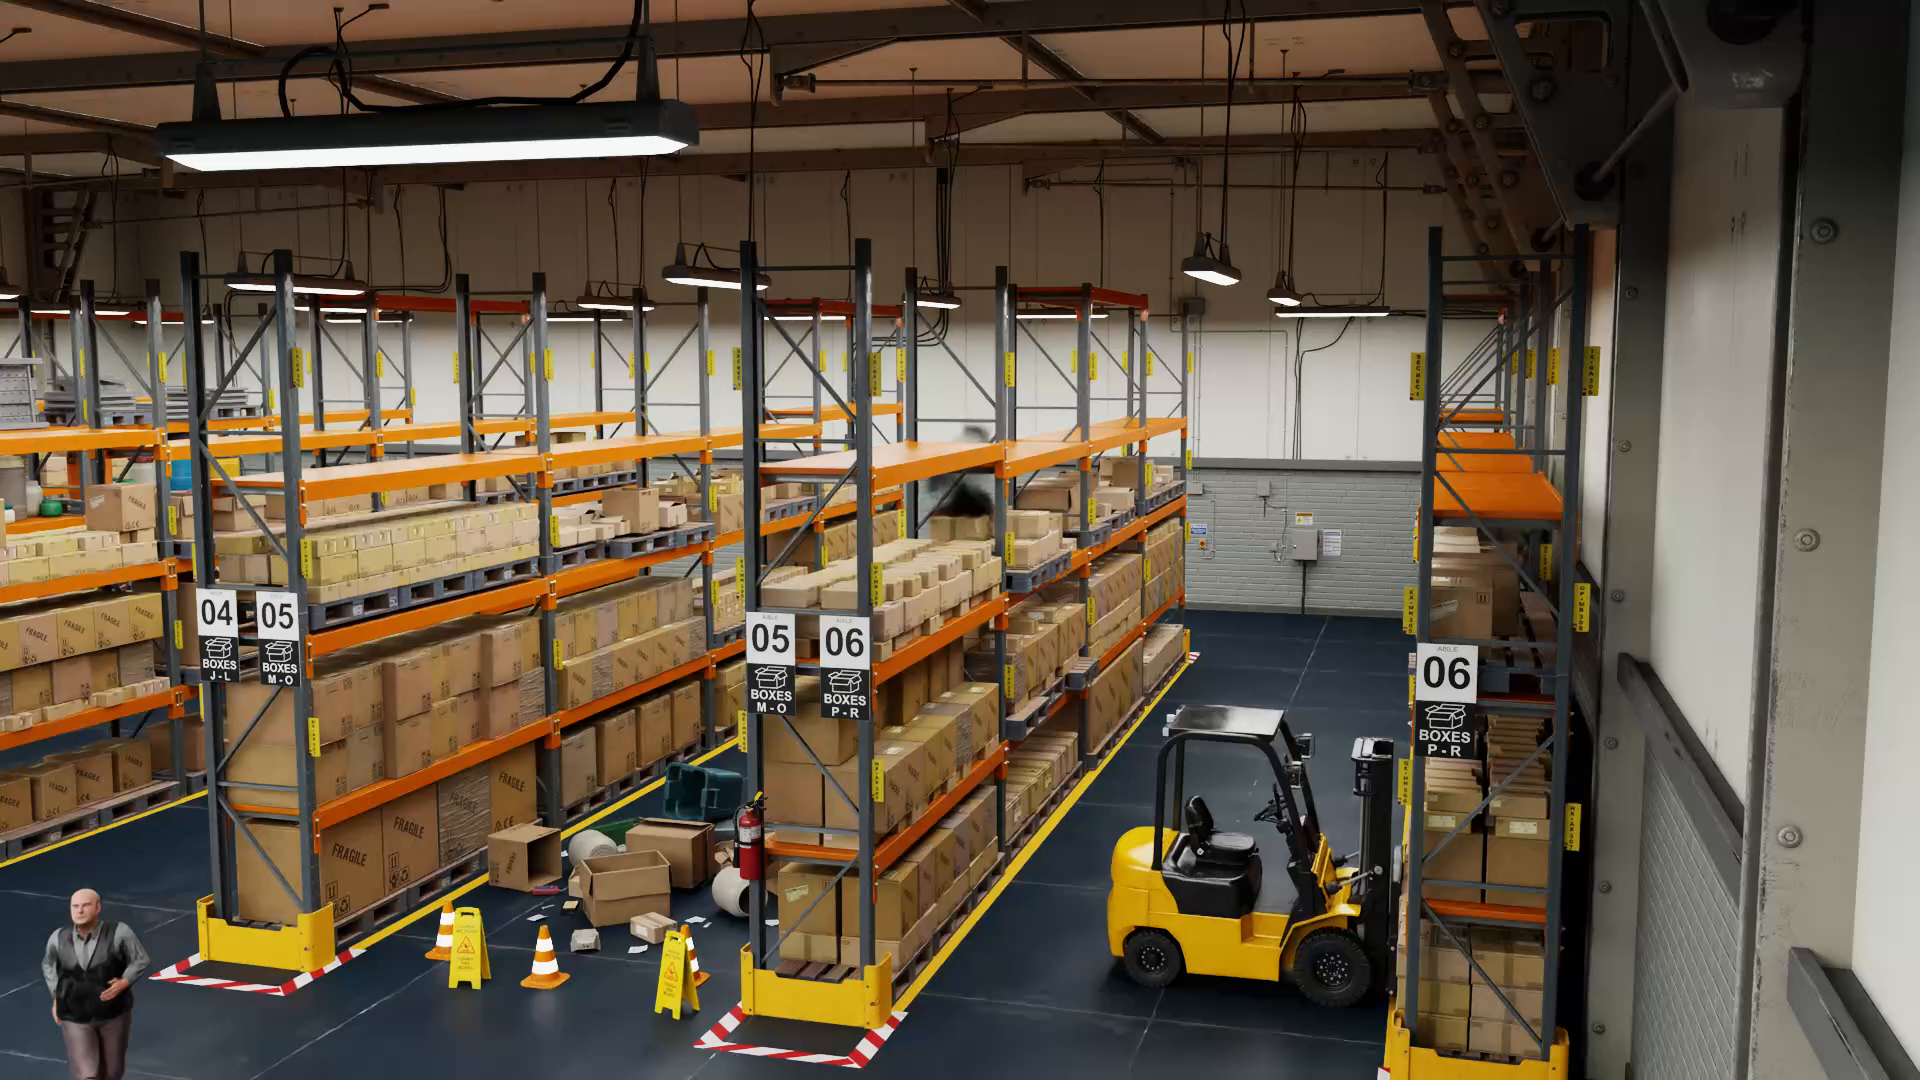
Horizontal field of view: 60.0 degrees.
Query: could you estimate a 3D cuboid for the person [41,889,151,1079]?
[{"bbox_3d":[-5.636,3.109,10.875,0.653,1.727,0.850,-3,7,-22],"label":"person"}]
